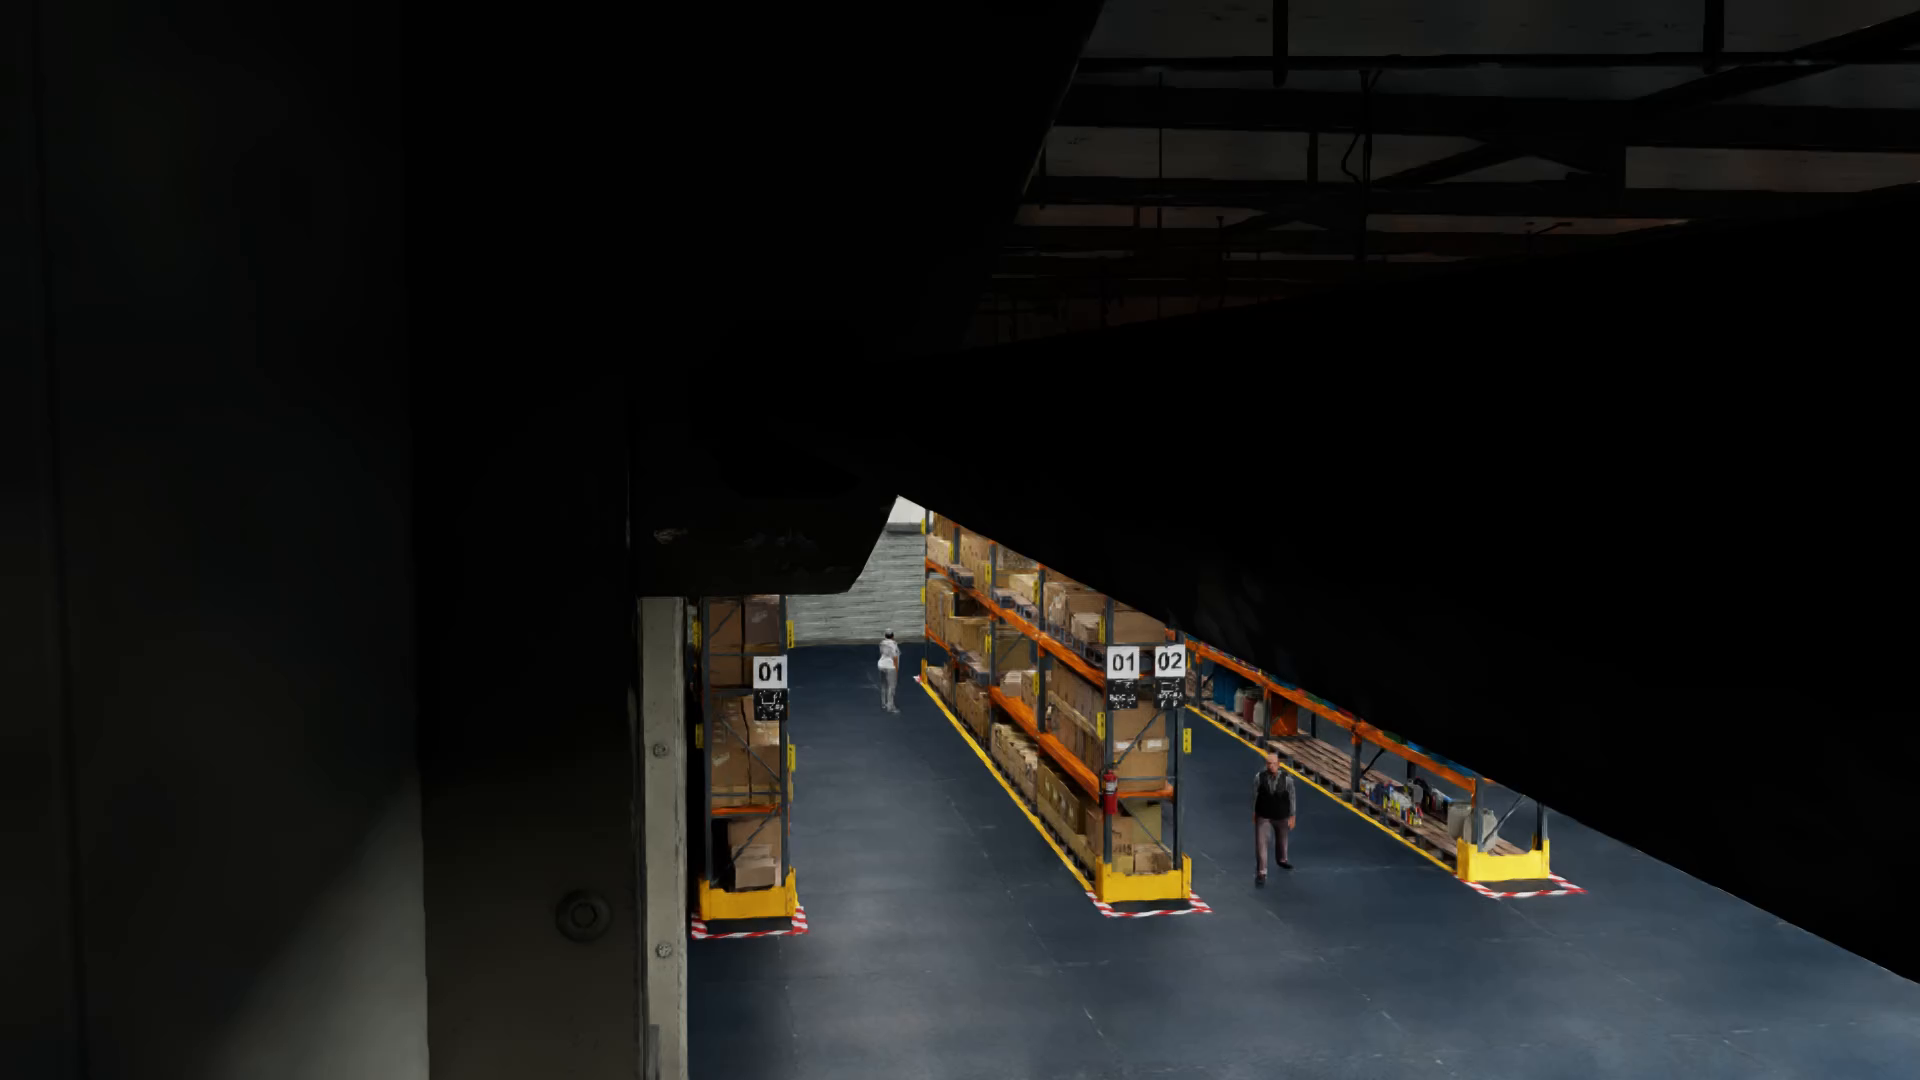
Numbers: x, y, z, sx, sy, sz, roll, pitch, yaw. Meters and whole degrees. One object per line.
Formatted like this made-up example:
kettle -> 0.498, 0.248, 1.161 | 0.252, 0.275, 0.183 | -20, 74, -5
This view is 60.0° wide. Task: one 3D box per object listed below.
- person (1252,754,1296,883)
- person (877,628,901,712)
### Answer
person -> 4.099, 3.594, 21.721 | 0.572, 1.669, 0.954 | 1, 5, 11
person -> -1.389, 2.577, 33.145 | 0.446, 1.671, 0.533 | -4, 7, -40
